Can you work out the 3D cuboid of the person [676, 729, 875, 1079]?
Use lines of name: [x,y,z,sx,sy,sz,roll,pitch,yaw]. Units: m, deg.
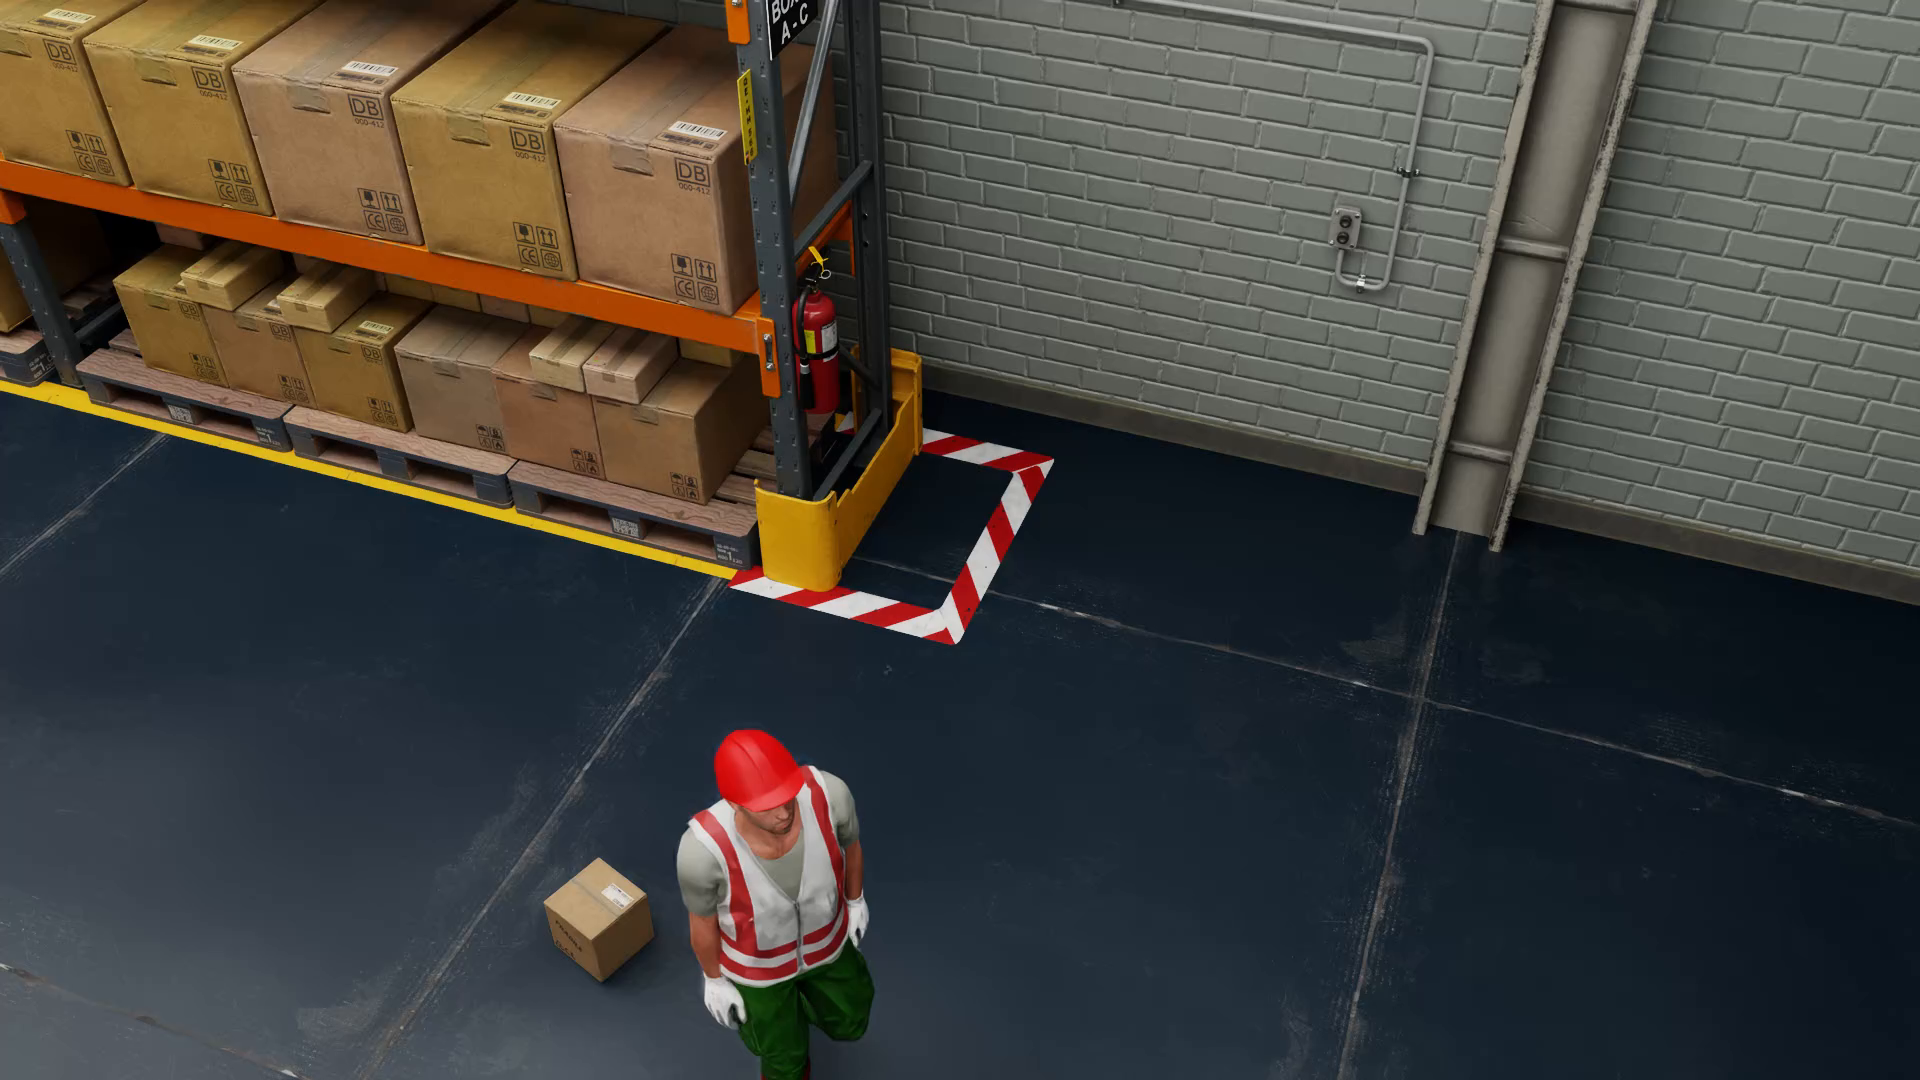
person: [-0.528,1.122,4.823,0.548,1.779,0.647,-20,45,-22]
